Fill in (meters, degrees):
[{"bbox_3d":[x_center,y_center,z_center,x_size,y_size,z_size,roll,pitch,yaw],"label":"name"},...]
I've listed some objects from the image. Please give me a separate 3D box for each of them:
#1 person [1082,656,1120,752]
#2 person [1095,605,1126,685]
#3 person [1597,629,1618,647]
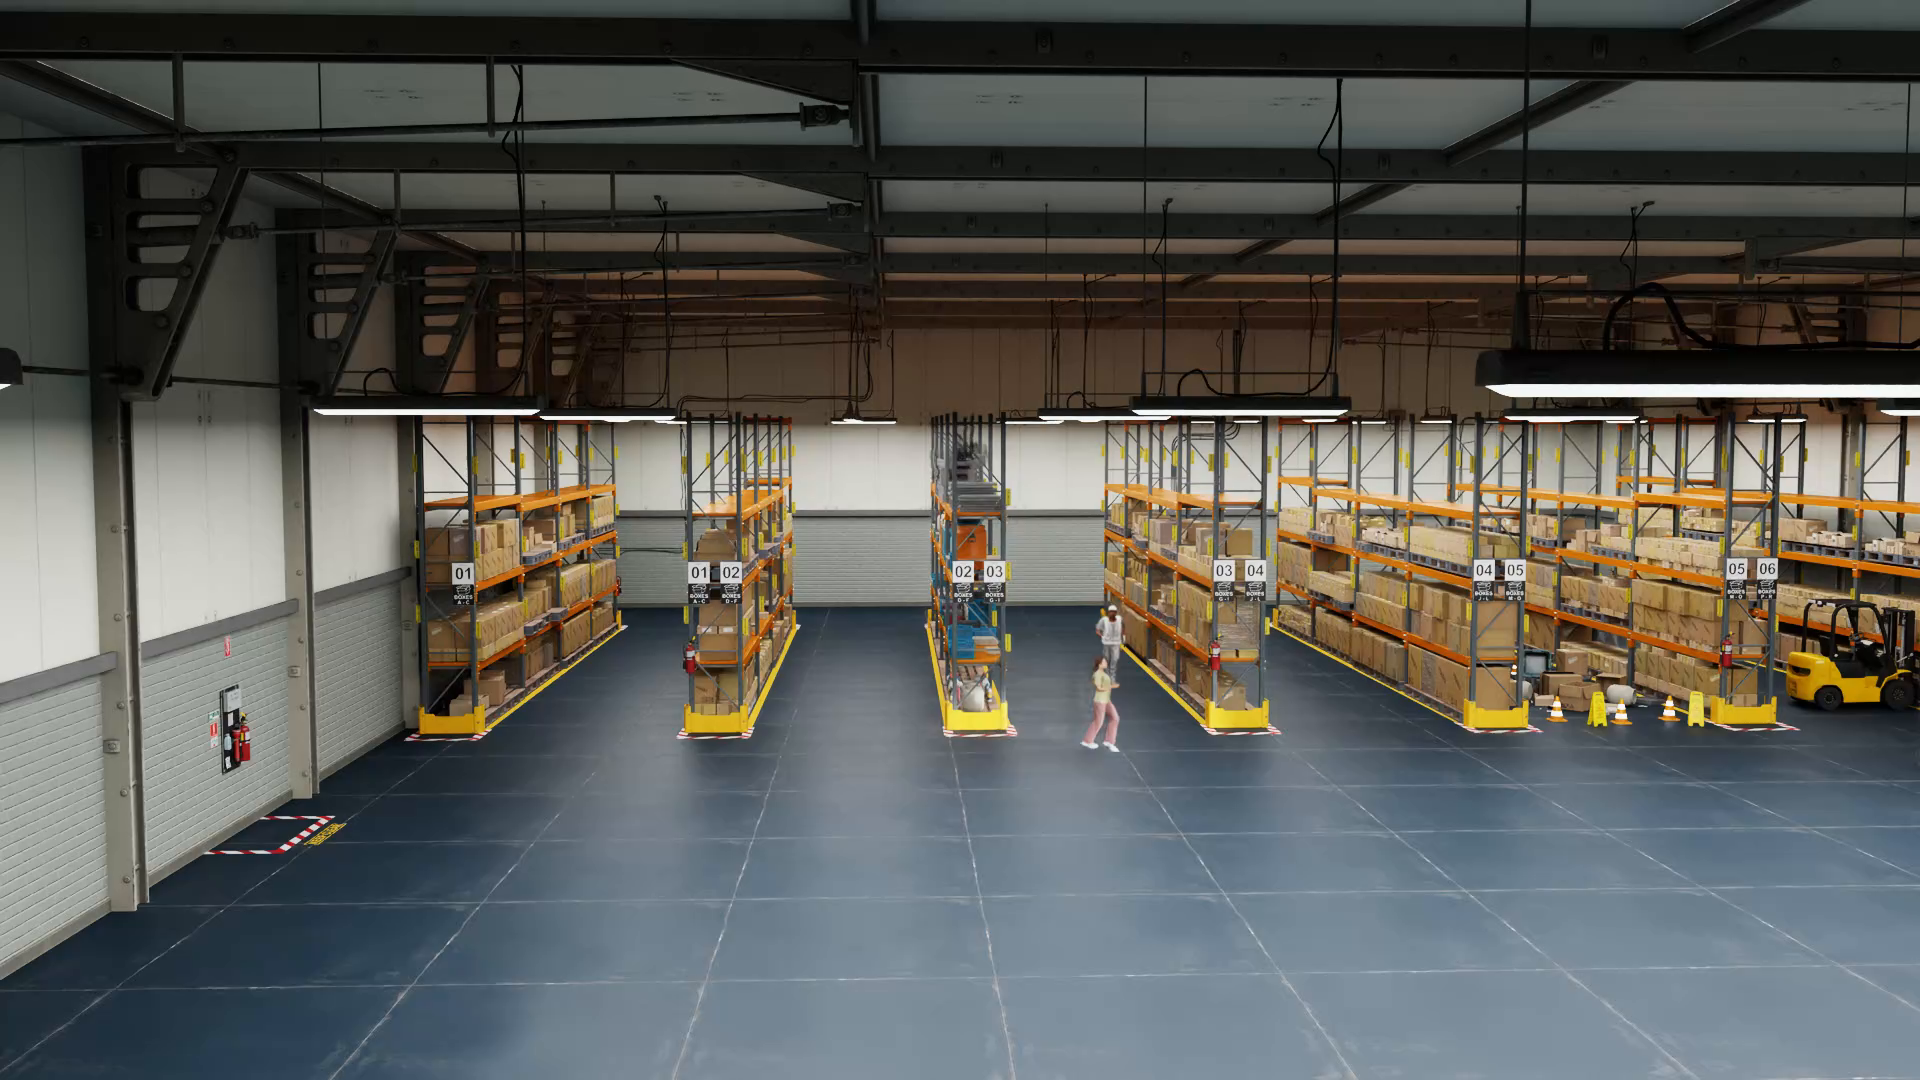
[{"bbox_3d":[2.486,2.869,29.276,0.691,1.670,0.557,1,4,21],"label":"person"},{"bbox_3d":[3.352,2.324,36.917,0.707,1.769,1.032,0,4,-5],"label":"person"},{"bbox_3d":[16.329,1.979,41.900,0.641,1.820,0.740,0,4,-7],"label":"person"}]
